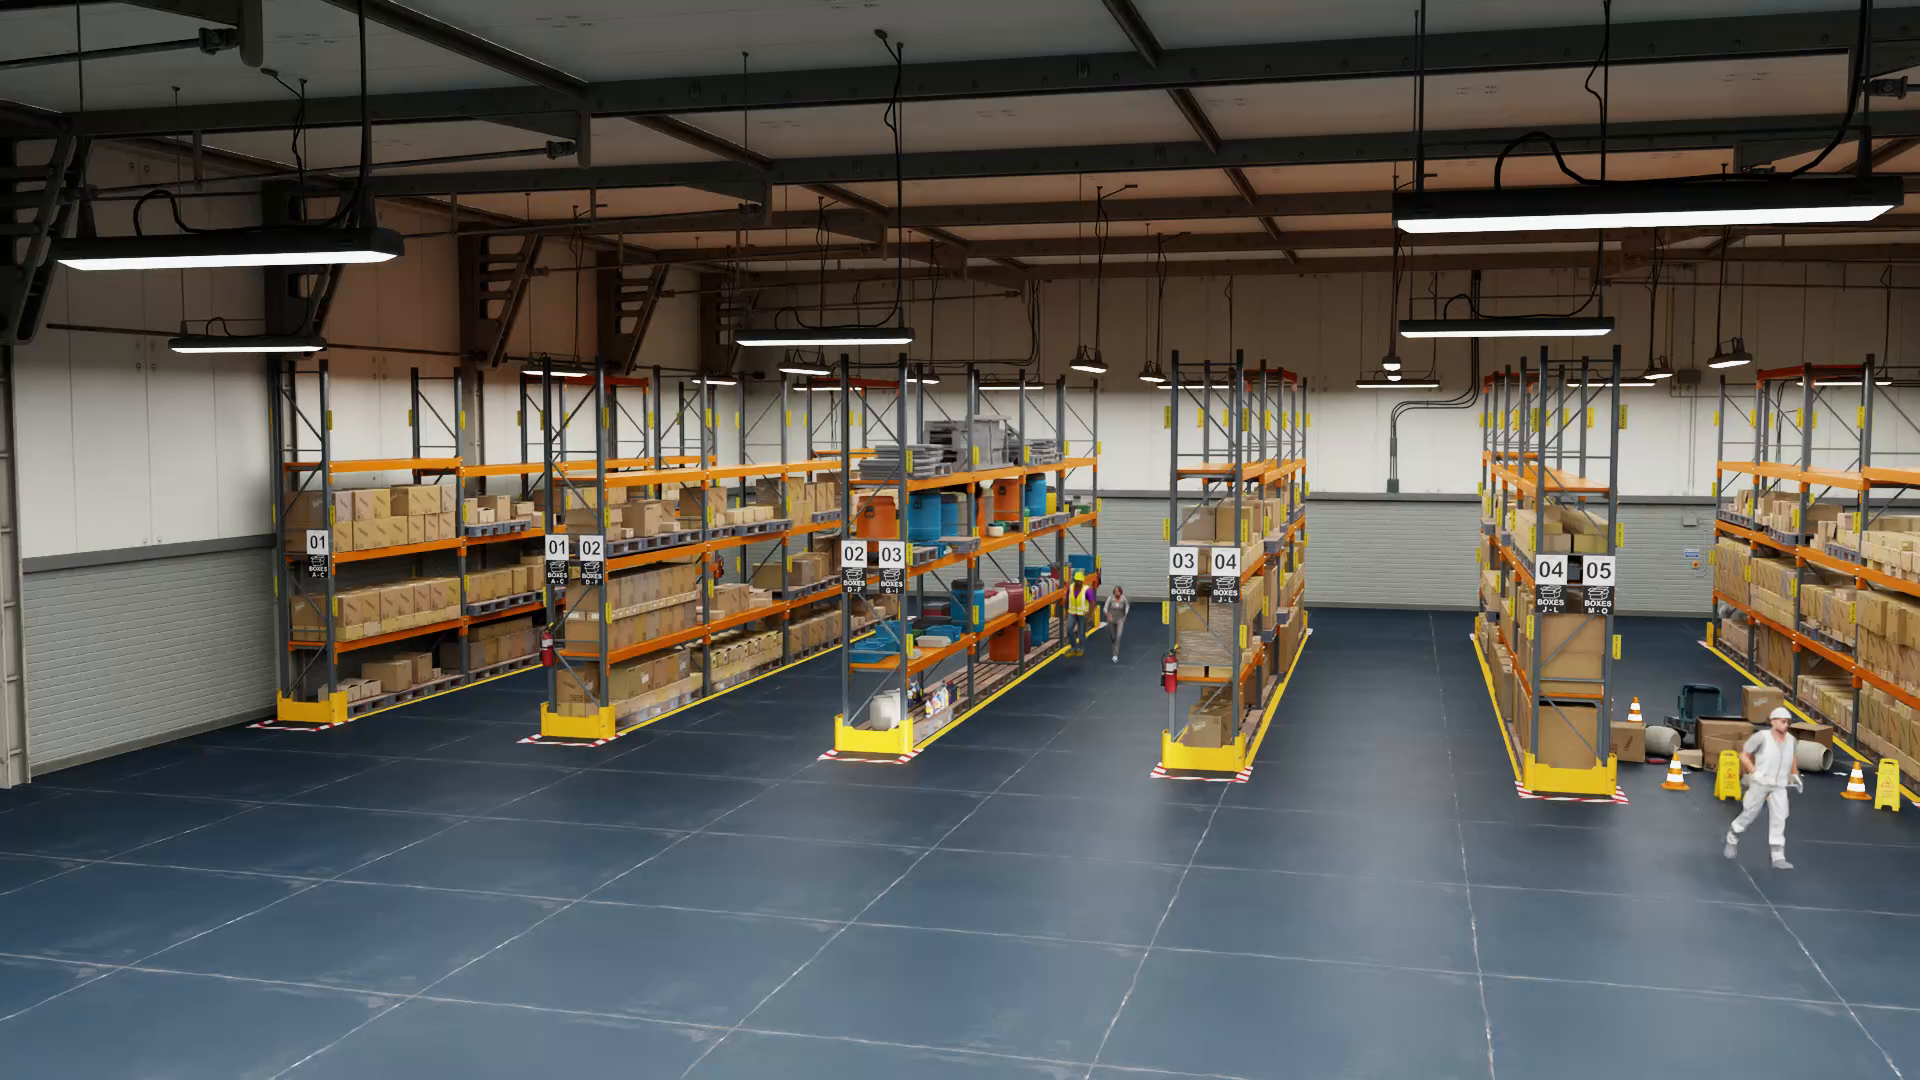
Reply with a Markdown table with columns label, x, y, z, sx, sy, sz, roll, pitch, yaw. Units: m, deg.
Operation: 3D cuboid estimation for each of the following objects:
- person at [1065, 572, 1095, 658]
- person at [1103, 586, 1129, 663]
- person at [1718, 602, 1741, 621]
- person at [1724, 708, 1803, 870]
| label | x | y | z | sx | sy | sz | roll | pitch | yaw |
| --- | --- | --- | --- | --- | --- | --- | --- | --- | --- |
| person | 2.359 | 1.476 | 32.991 | 0.694 | 1.730 | 0.731 | 2 | 4 | 20 |
| person | 3.271 | 1.731 | 34.789 | 0.542 | 1.587 | 0.950 | 0 | 4 | 5 |
| person | 17.612 | 1.399 | 37.884 | 0.693 | 1.784 | 0.647 | 1 | 4 | 20 |
| person | 9.066 | 2.742 | 18.525 | 0.709 | 1.769 | 1.008 | 0 | 4 | -5 |
